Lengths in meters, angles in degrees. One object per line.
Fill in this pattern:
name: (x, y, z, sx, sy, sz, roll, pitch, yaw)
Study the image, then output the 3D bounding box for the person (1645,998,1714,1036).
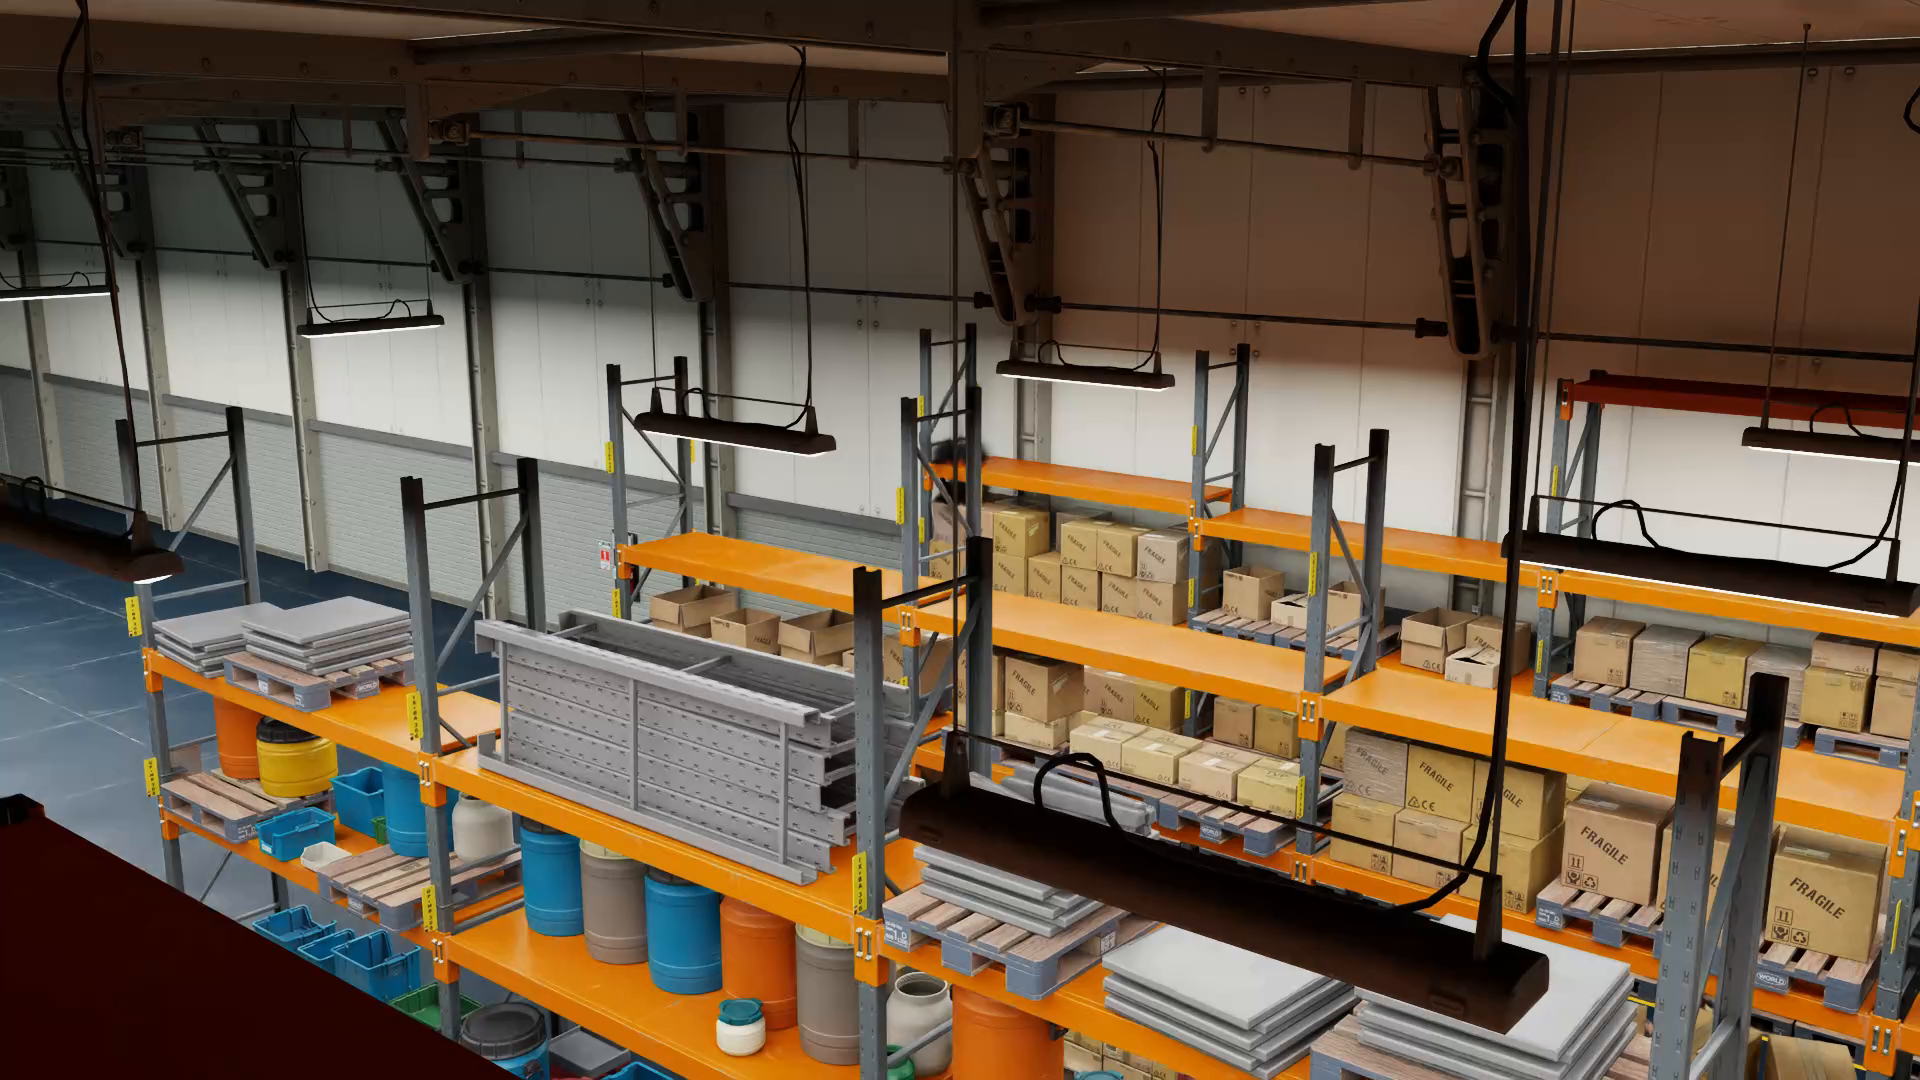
person: (5.794, 4.273, 13.429, 0.922, 1.681, 0.563, 8, 15, 31)
